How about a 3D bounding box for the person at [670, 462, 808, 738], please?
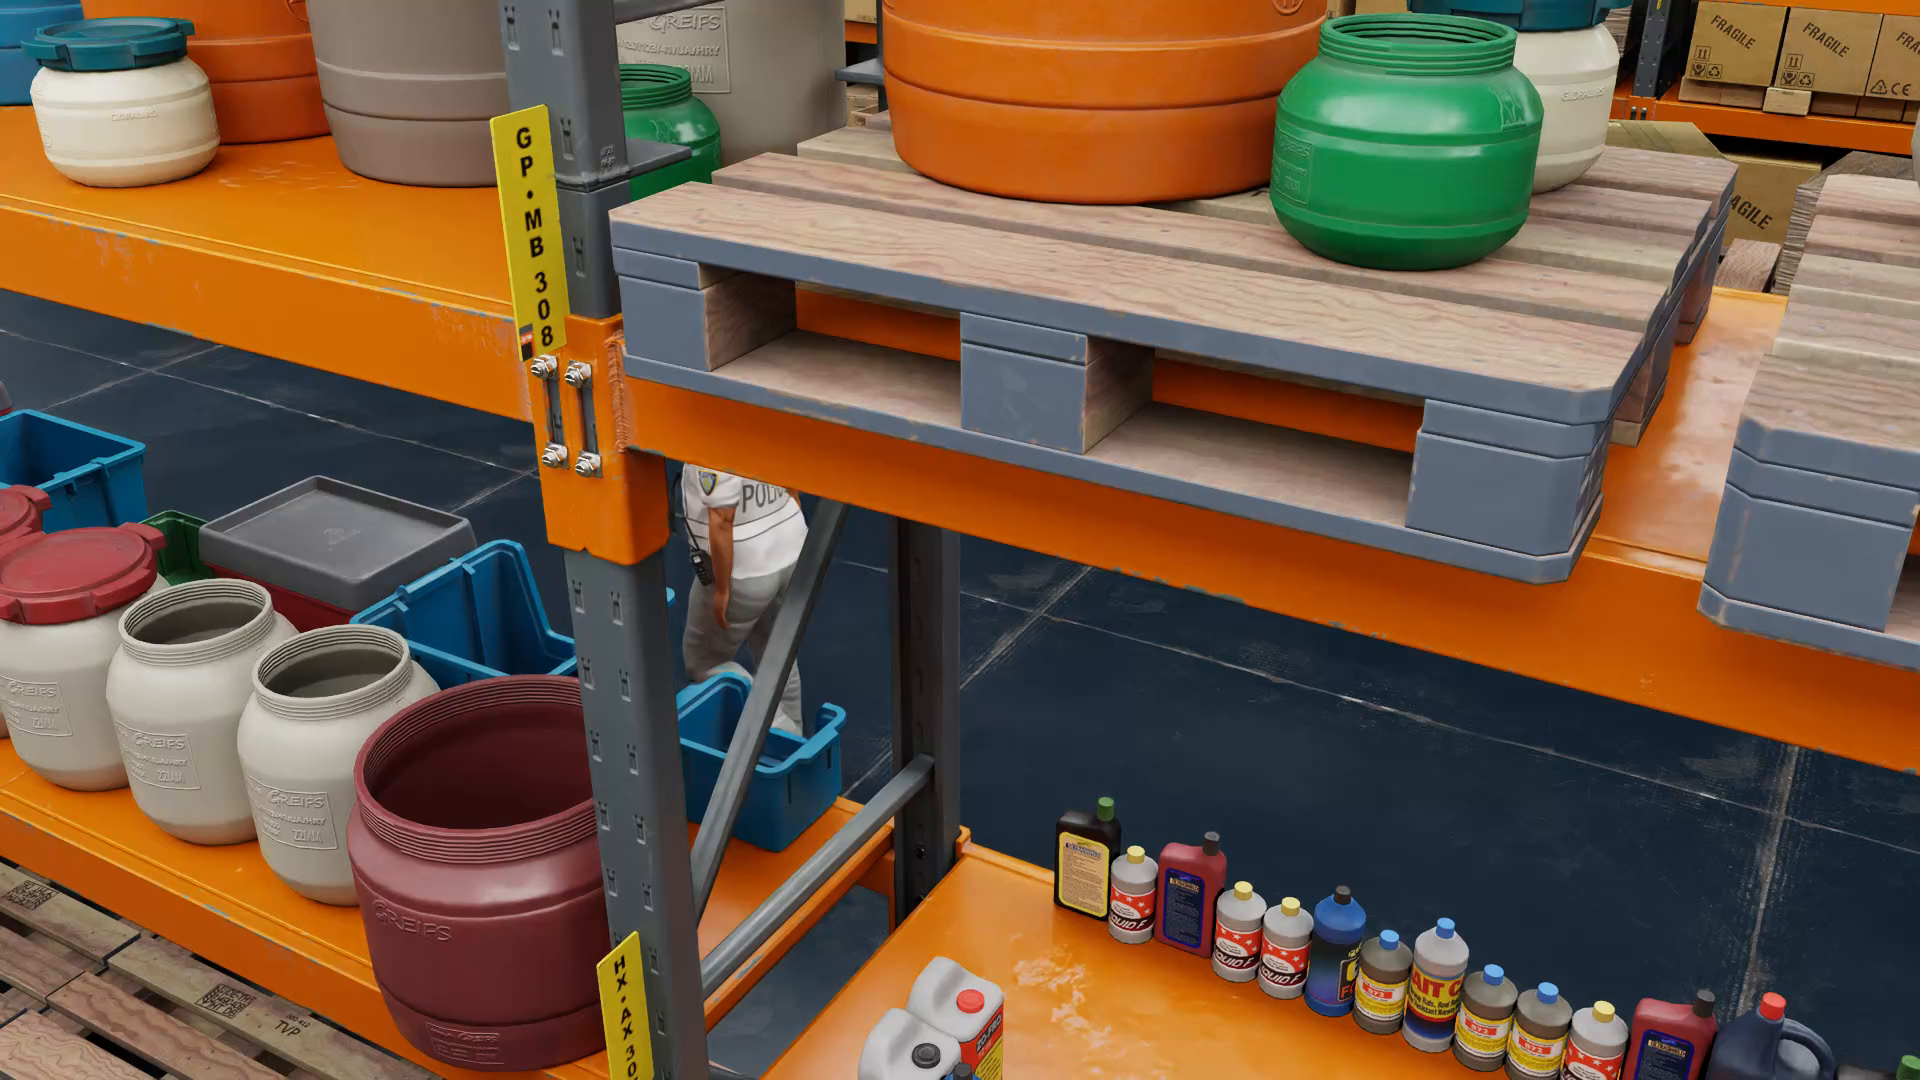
[{"bbox_3d":[-0.727,0.113,5.883,0.565,1.658,0.554,16,31,28],"label":"person"}]
